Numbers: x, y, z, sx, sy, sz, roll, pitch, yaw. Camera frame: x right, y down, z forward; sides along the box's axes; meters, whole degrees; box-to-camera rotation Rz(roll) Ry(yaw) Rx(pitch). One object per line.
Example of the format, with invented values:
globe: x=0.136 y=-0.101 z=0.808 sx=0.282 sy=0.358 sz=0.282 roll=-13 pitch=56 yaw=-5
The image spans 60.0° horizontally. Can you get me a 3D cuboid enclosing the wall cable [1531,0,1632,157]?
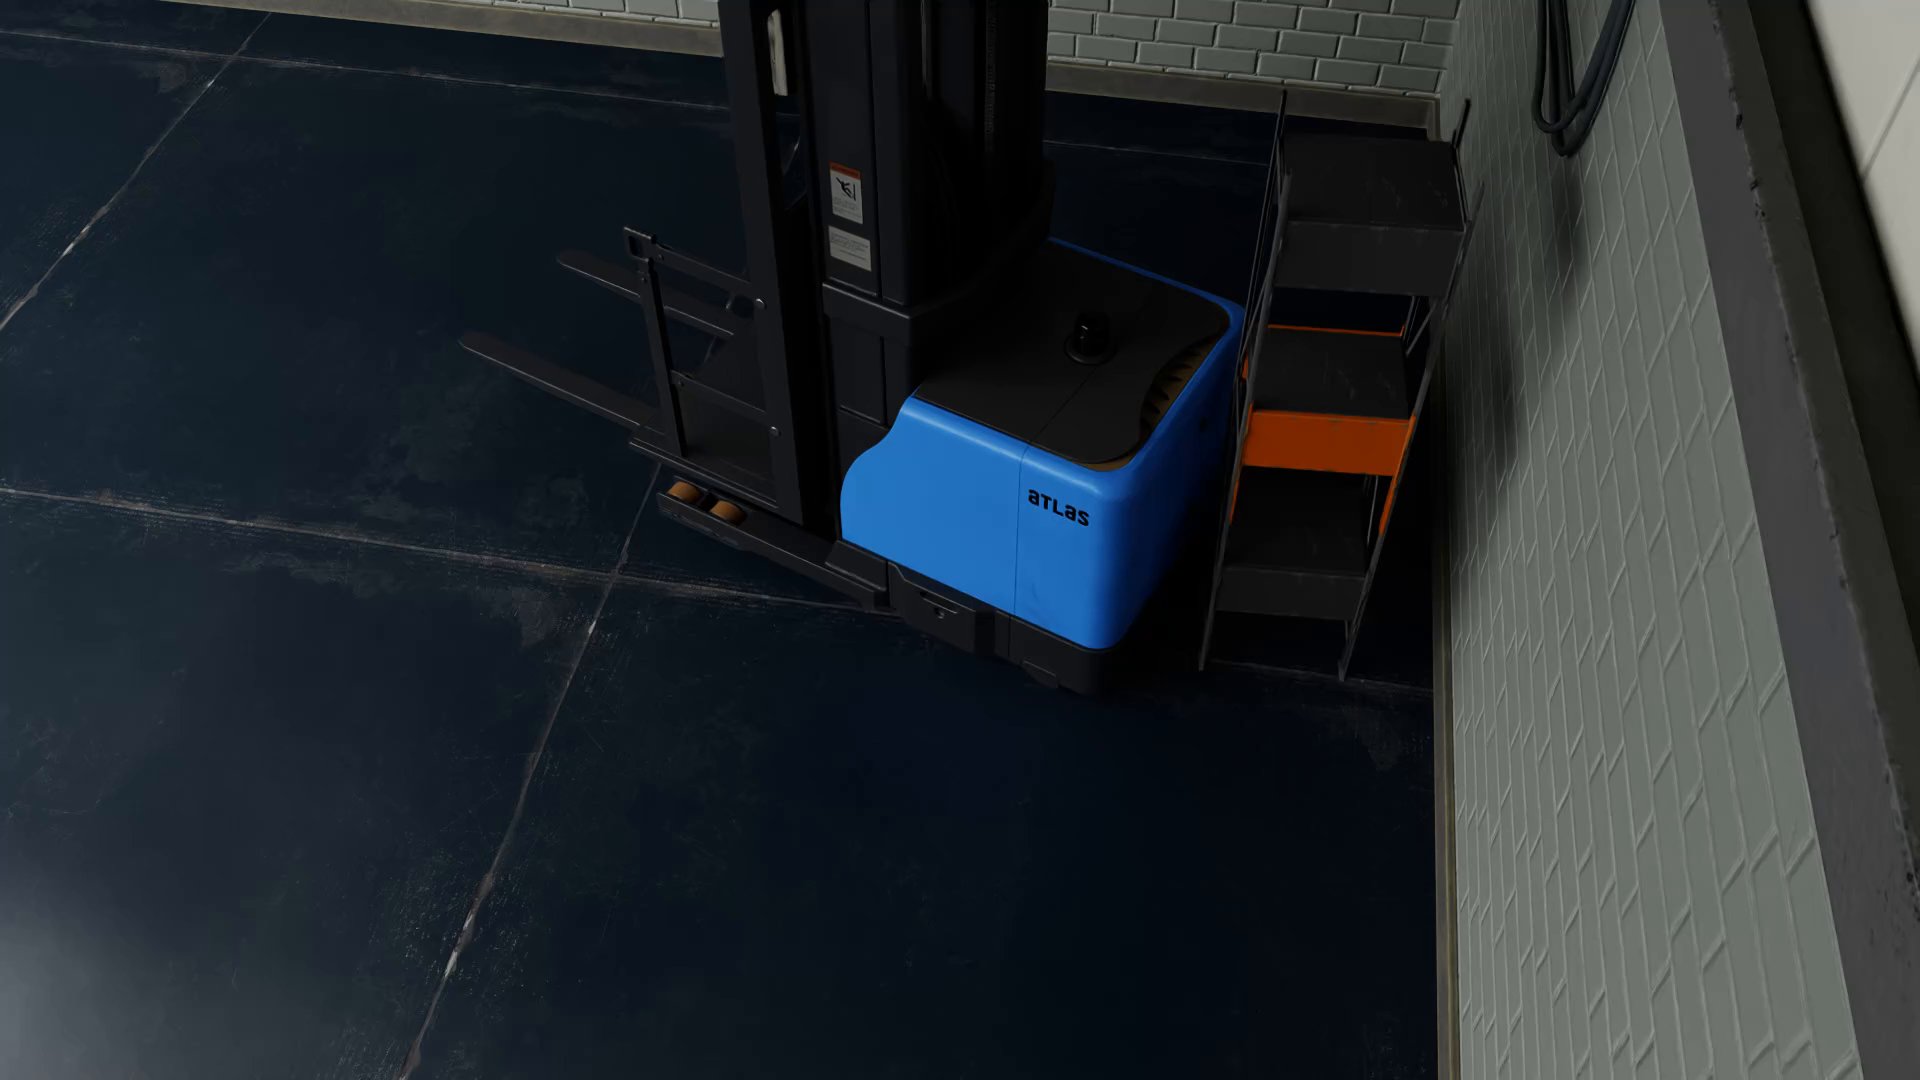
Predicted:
wall cable: x=1.976 y=-2.907 z=4.900 sx=0.112 sy=2.526 sz=3.097 roll=8 pitch=49 yaw=7

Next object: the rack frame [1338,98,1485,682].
rack frame: x=1.351 y=-0.348 z=5.149 sx=0.015 sy=2.100 sz=0.400 roll=4 pitch=49 yaw=4

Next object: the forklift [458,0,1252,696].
forklift: x=-0.544 y=-1.276 z=5.426 sx=3.031 sy=2.935 sz=1.130 roll=24 pitch=52 yaw=20

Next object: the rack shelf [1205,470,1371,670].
rack shelf: x=1.109 y=0.106 z=5.700 sx=0.480 sy=0.518 sz=0.431 roll=4 pitch=49 yaw=4

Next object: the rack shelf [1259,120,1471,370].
rack shelf: x=1.108 y=-0.822 z=4.652 sx=0.480 sy=0.518 sz=0.431 roll=4 pitch=49 yaw=4

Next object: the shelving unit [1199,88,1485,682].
shelving unit: x=1.109 y=-0.367 z=5.166 sx=0.503 sy=2.100 sz=0.431 roll=4 pitch=49 yaw=4

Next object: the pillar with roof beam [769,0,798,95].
pillar with roof beam: x=-1.454 y=-2.152 z=2.134 sx=0.400 sy=9.000 sz=9.100 roll=8 pitch=49 yaw=7

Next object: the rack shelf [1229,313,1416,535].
rack shelf: x=1.109 y=-0.358 z=5.176 sx=0.480 sy=0.518 sz=0.431 roll=4 pitch=49 yaw=4

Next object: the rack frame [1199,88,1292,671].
rack frame: x=0.866 y=-0.386 z=5.183 sx=0.015 sy=2.100 sz=0.400 roll=4 pitch=49 yaw=4
